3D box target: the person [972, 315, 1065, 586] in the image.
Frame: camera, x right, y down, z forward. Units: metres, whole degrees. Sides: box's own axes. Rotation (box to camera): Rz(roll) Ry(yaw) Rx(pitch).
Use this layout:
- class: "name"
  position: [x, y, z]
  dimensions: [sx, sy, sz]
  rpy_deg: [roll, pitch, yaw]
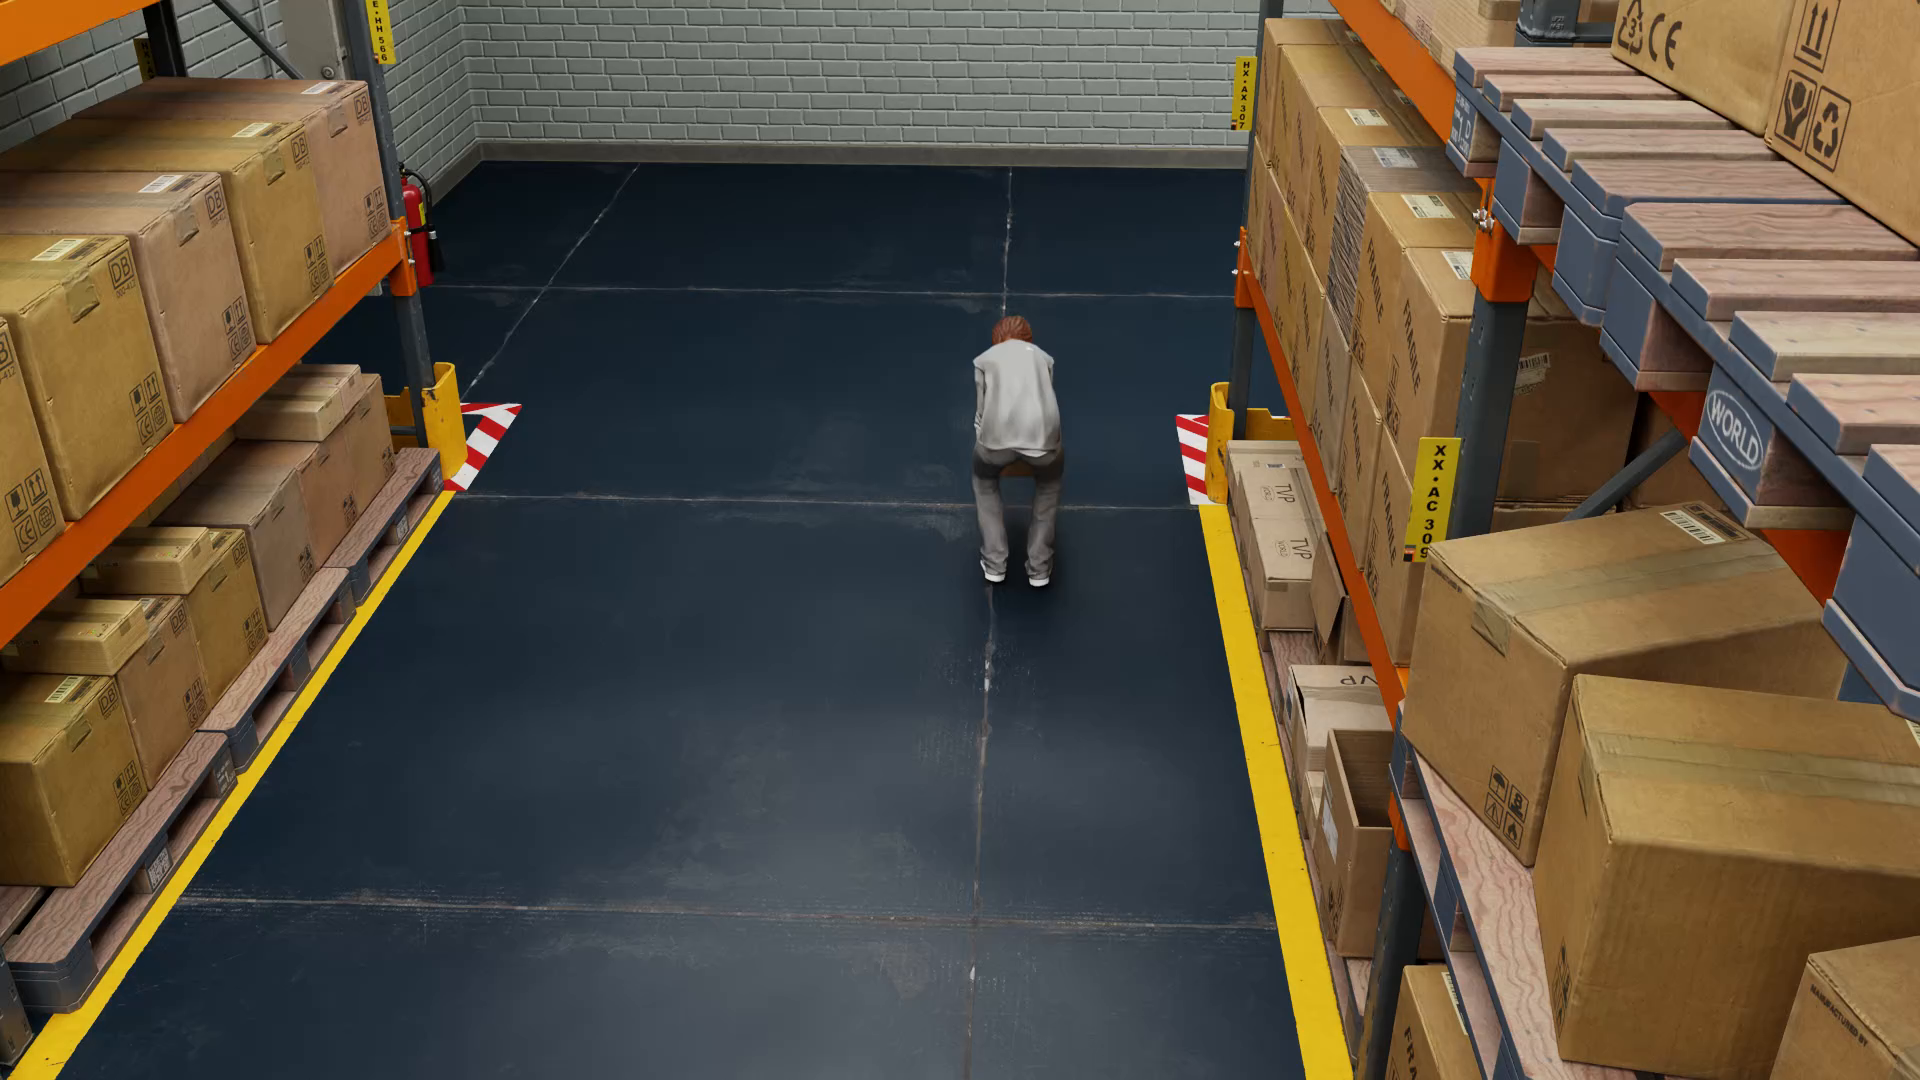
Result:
- class: "person"
  position: [0.254, -0.383, 7.411]
  dimensions: [0.405, 1.060, 0.852]
  rpy_deg: [0, 28, 0]
